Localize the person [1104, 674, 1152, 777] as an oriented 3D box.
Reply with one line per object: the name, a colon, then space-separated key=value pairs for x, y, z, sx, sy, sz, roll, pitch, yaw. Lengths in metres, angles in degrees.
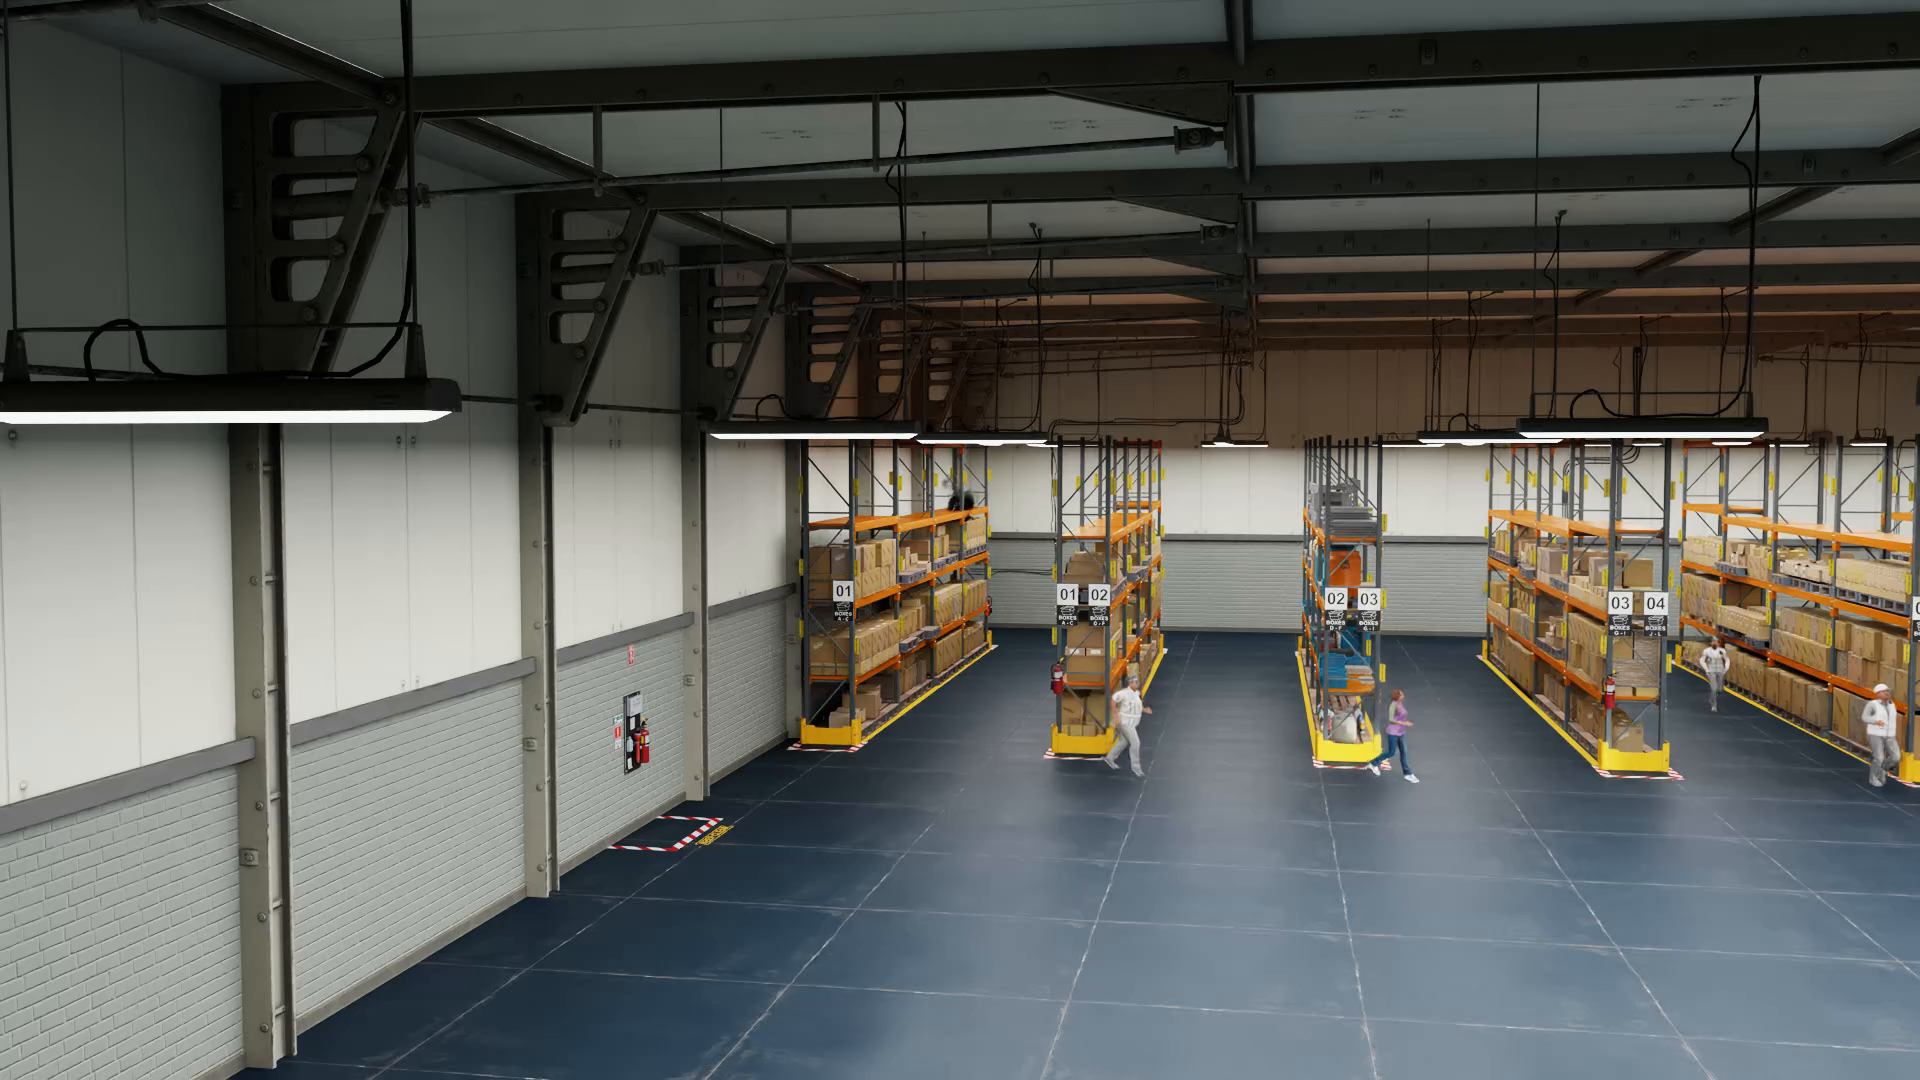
person: x=2.956 y=3.262 z=29.421 sx=0.937 sy=1.820 sz=0.585 roll=2 pitch=4 yaw=29

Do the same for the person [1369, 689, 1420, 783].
person: x=7.493 y=3.351 z=28.657 sx=0.893 sy=1.598 sz=0.559 roll=2 pitch=4 yaw=37

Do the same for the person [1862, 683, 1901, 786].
person: x=15.711 y=3.321 z=28.281 sx=0.680 sy=1.745 sz=0.584 roll=0 pitch=3 yaw=-2

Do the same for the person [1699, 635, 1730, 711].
person: x=16.628 y=2.920 z=36.638 sx=0.616 sy=1.673 sz=0.497 roll=1 pitch=3 yaw=15
